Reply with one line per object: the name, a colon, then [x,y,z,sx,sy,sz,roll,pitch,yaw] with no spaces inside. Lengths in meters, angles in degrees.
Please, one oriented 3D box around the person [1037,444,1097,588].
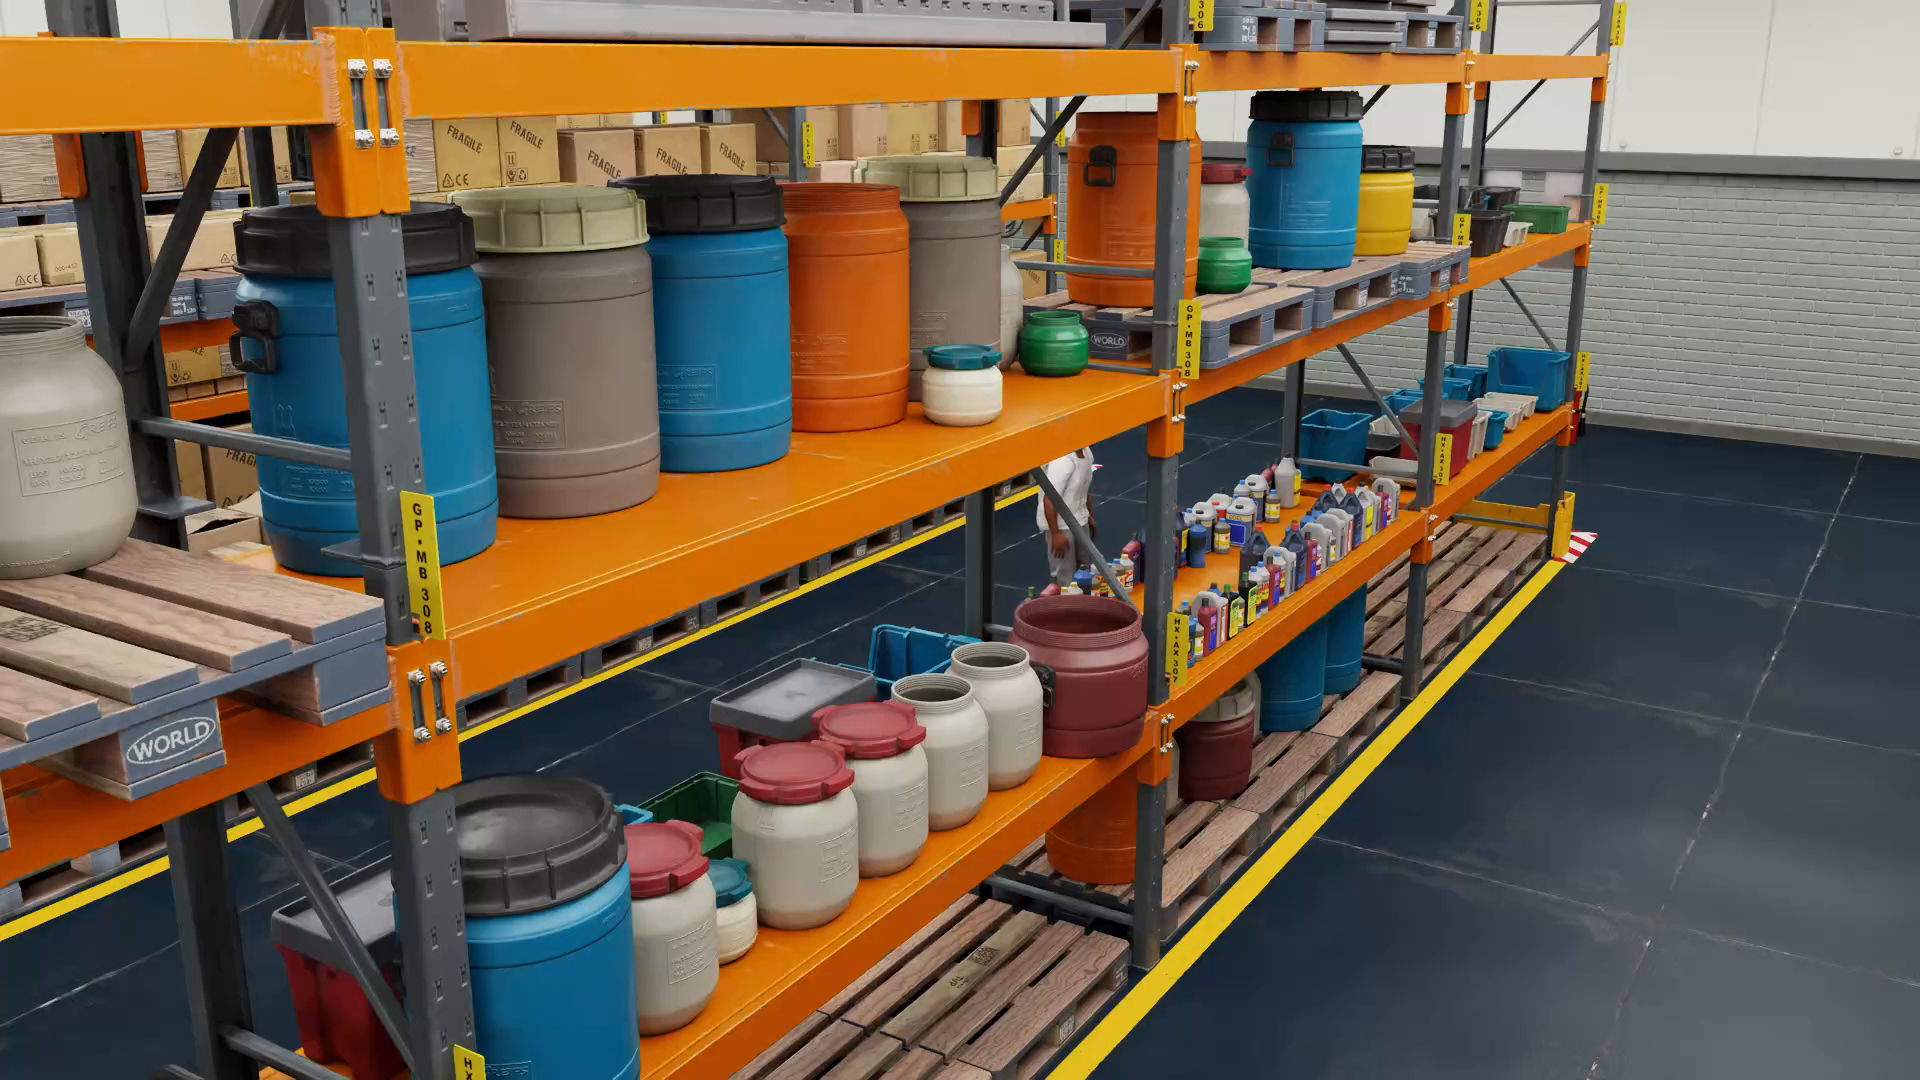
person: [0.794,-0.097,11.835,0.458,1.761,0.638,9,18,28]
